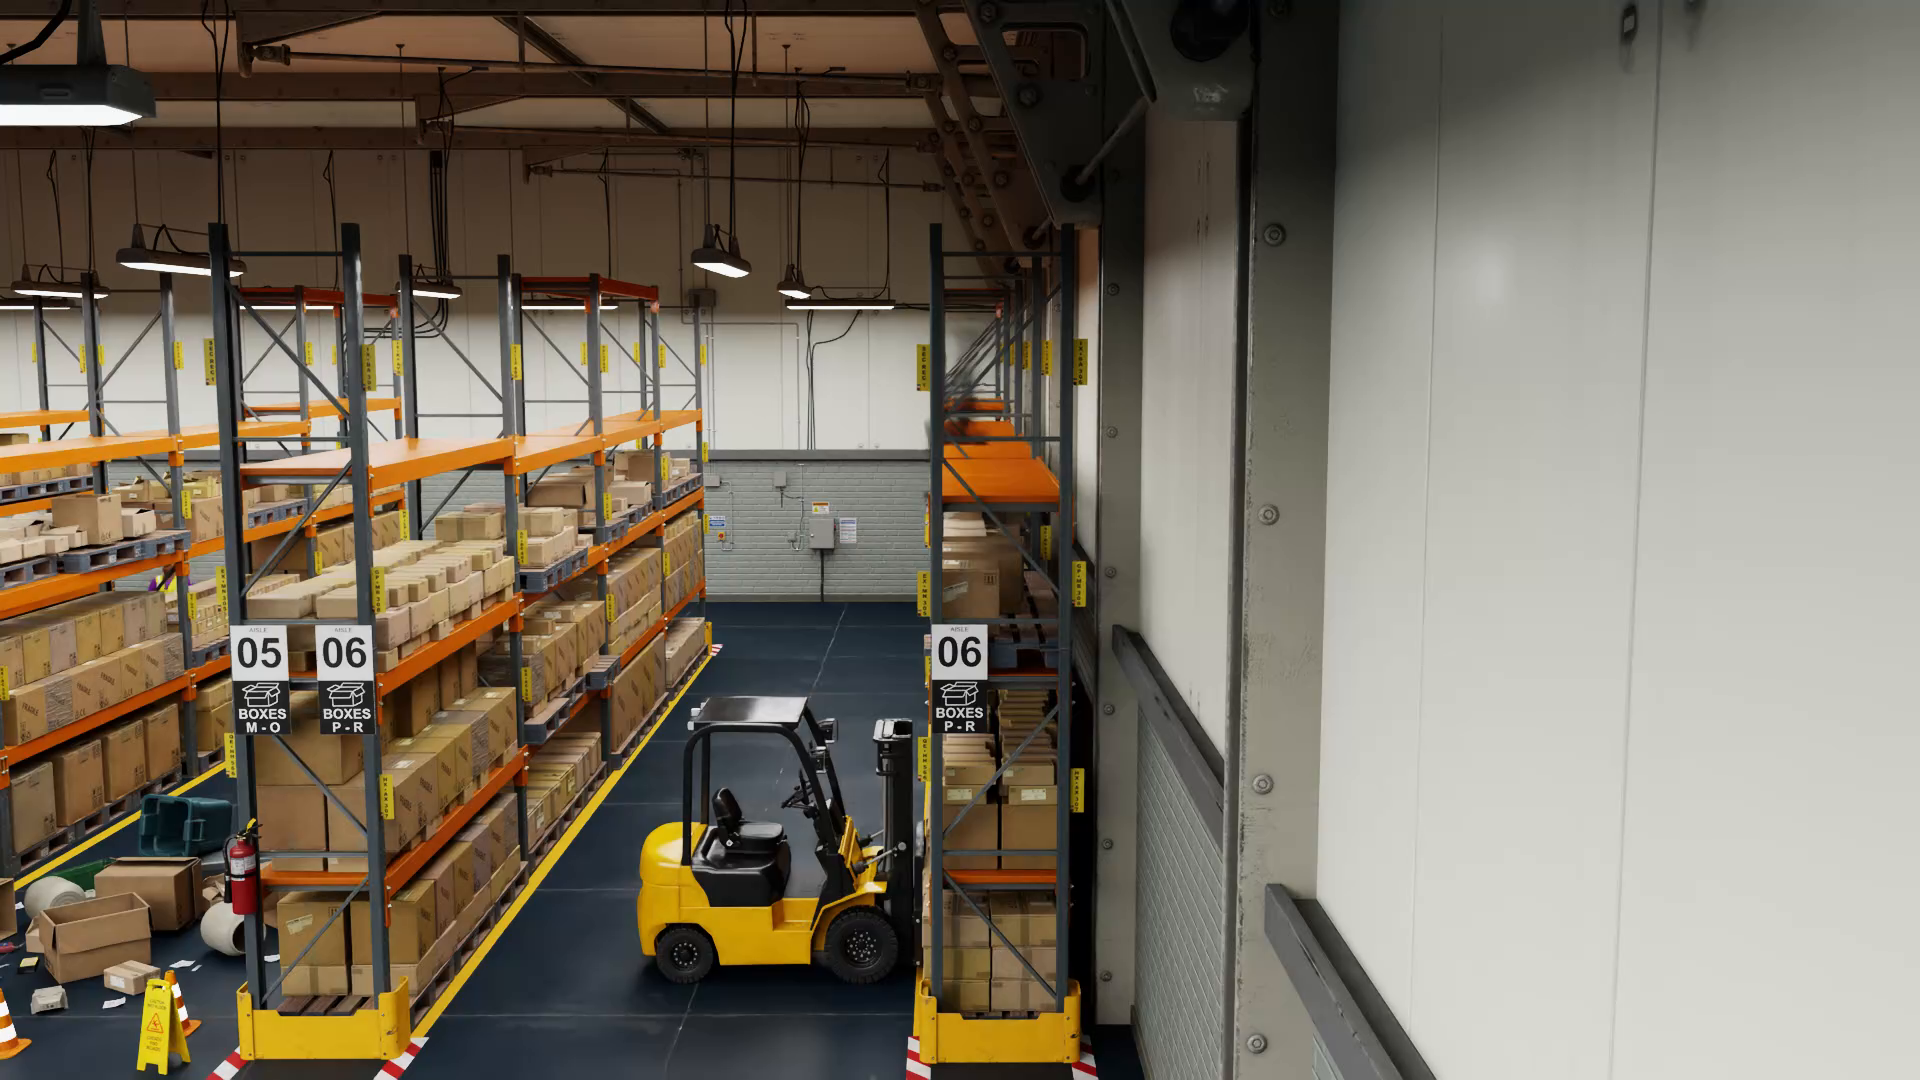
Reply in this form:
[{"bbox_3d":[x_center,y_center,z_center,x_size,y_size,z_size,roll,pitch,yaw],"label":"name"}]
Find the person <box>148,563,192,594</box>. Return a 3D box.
[{"bbox_3d":[-12.832,1.158,27.036,0.714,1.733,0.781,-1,7,-8],"label":"person"}]
